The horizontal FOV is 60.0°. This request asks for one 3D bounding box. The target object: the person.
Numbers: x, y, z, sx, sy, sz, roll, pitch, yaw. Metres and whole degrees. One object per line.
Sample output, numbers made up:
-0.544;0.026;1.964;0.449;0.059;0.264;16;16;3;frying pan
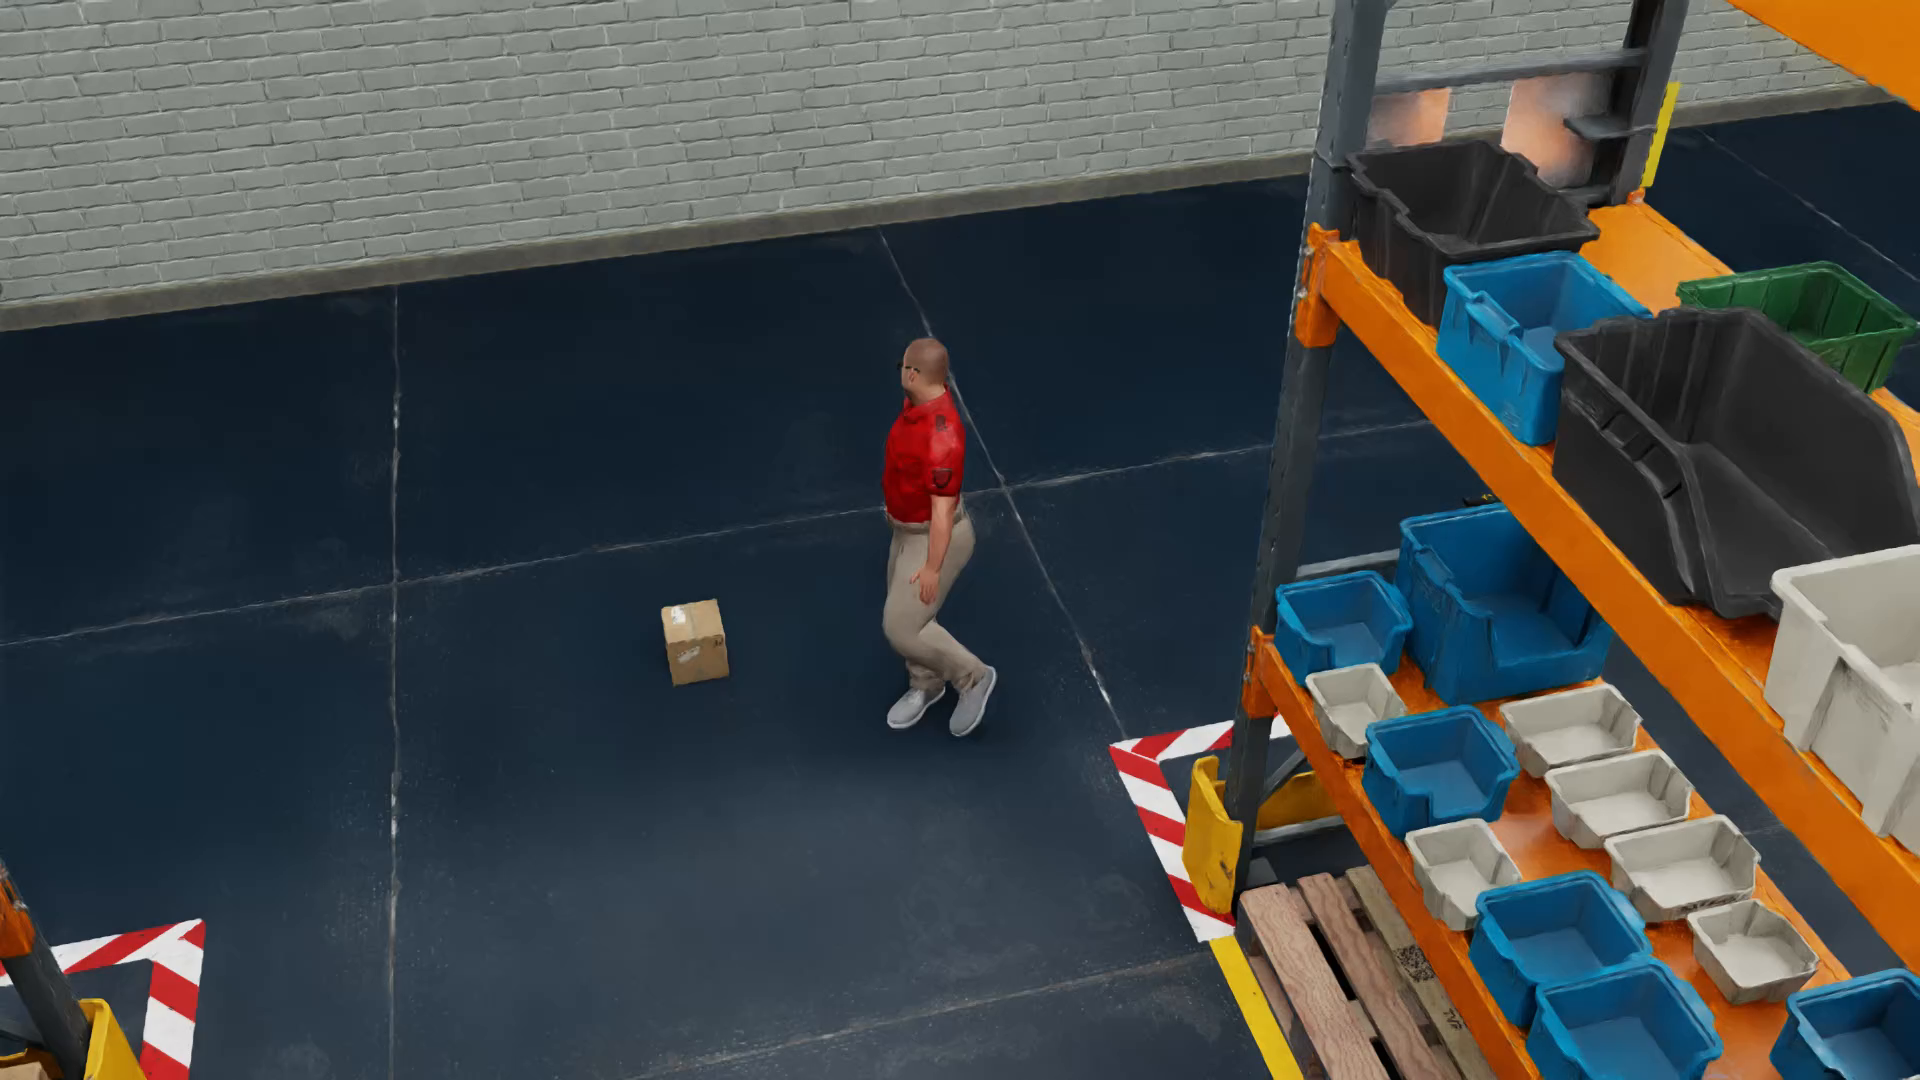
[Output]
-0.126;0.003;6.745;0.476;1.711;0.684;-10;39;-13;person
